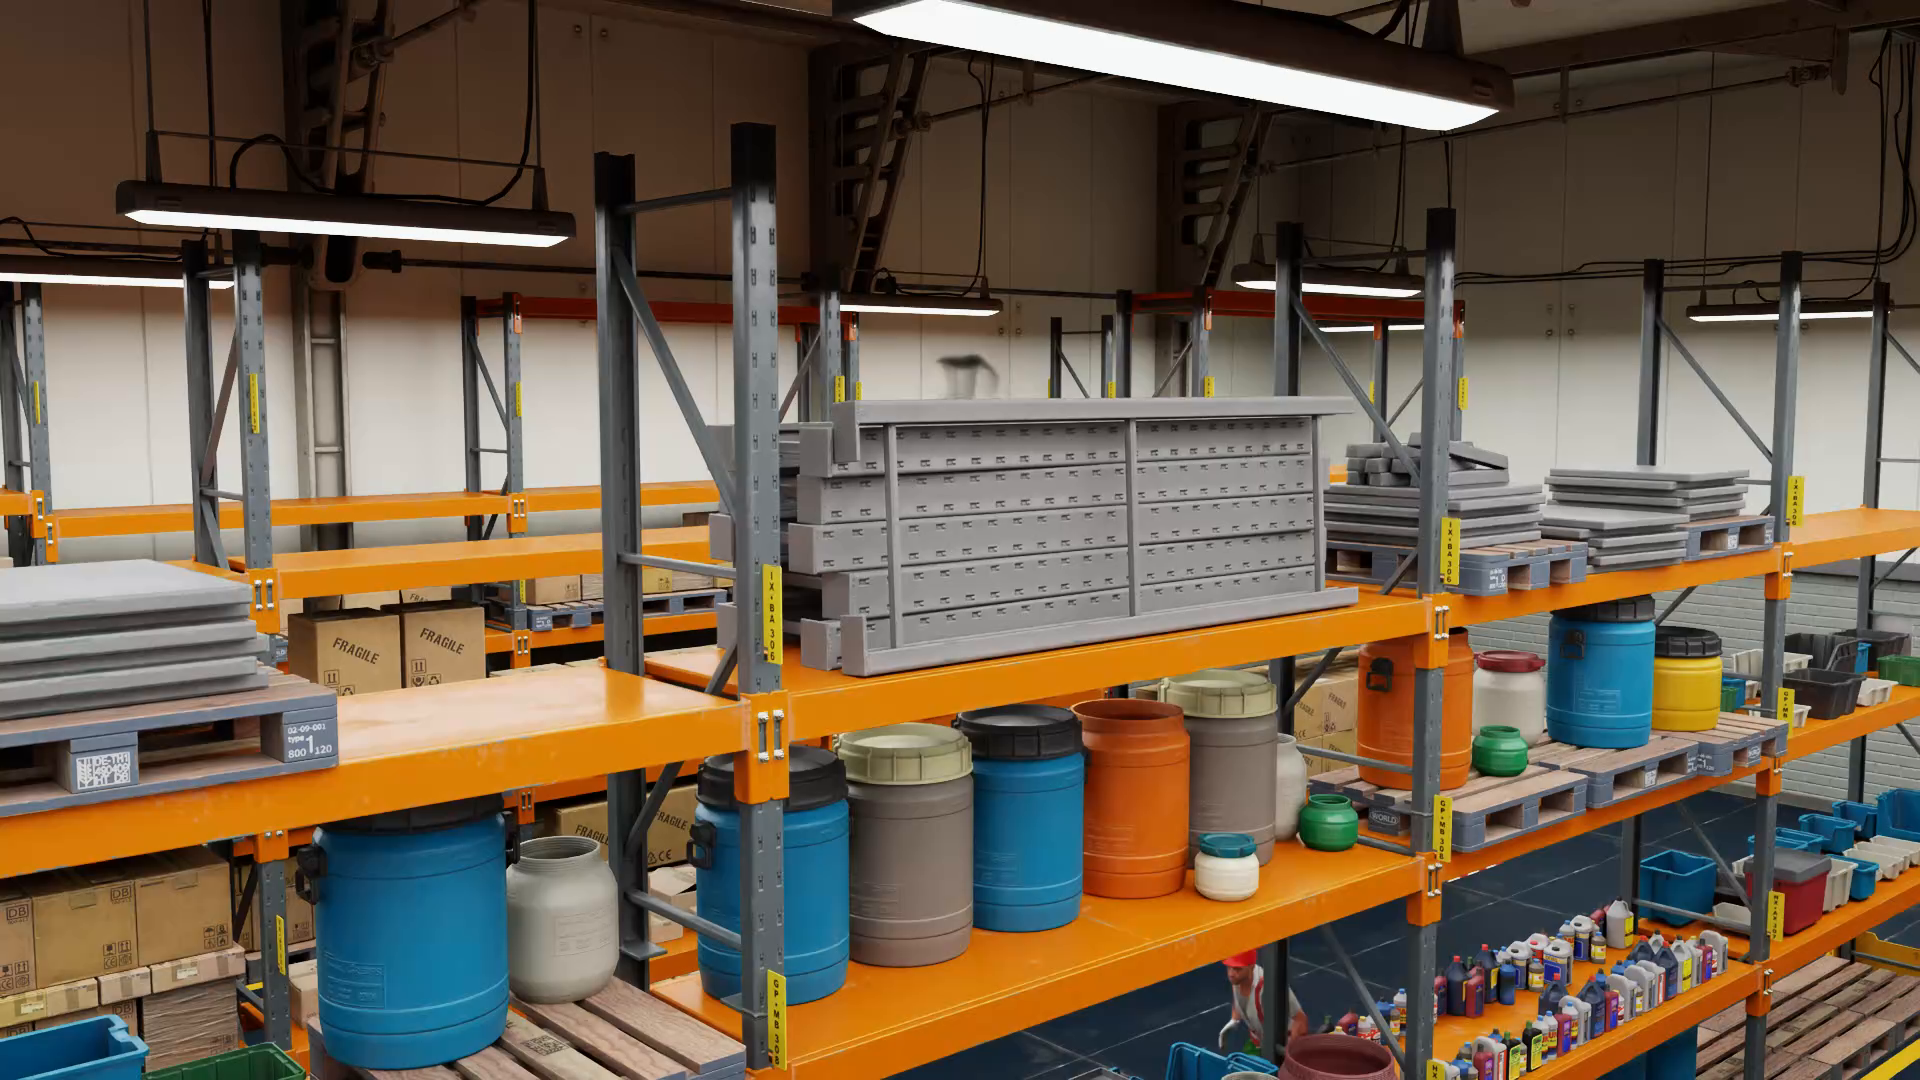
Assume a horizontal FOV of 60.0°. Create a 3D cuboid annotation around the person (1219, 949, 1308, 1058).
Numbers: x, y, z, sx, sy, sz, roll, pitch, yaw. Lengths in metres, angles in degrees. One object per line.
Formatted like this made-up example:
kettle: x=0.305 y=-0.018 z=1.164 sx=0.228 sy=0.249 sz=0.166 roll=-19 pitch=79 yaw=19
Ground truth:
person: x=2.115 y=3.348 z=10.966 sx=1.090 sy=1.618 sz=0.663 roll=-4 pitch=7 yaw=-35
